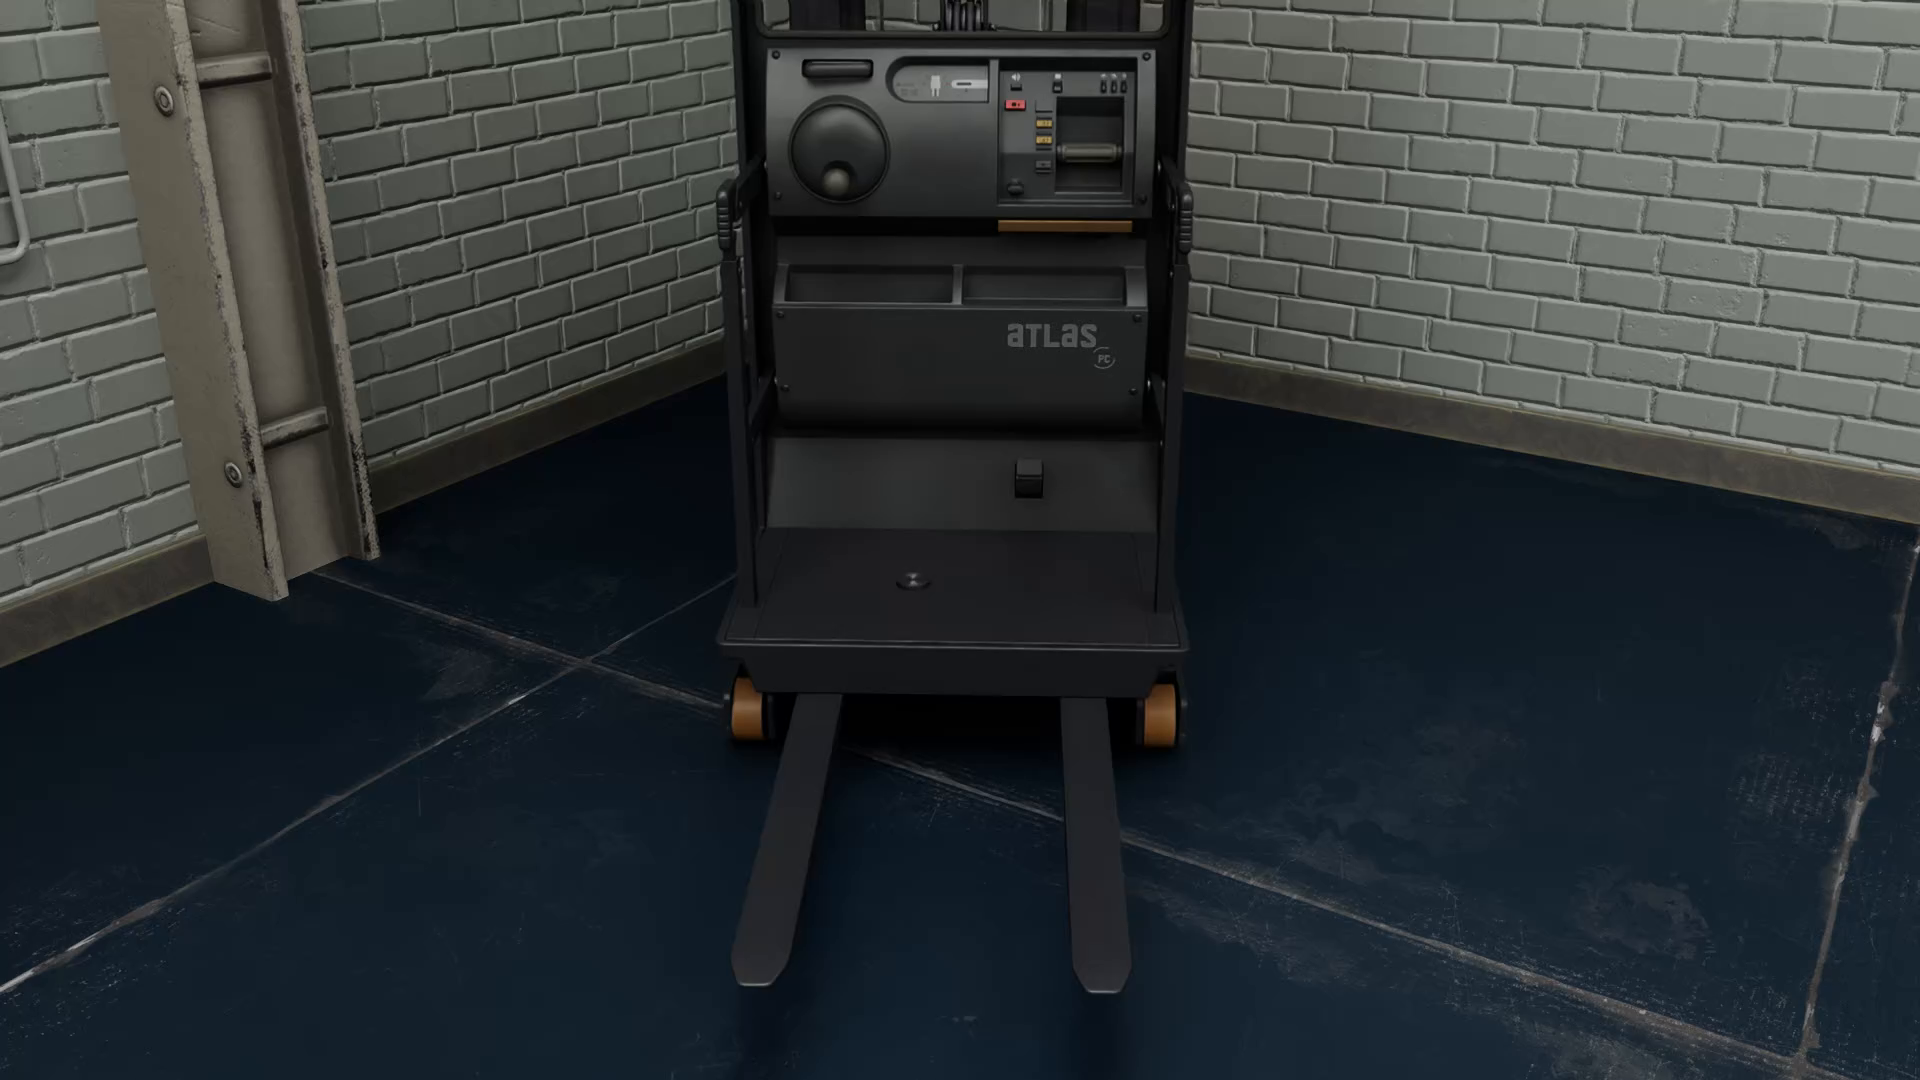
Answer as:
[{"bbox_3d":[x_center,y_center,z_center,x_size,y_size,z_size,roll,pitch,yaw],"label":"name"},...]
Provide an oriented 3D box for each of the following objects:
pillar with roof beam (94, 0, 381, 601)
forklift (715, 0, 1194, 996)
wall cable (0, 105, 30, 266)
[{"bbox_3d":[1.636,-3.147,1.193,9.100,9.000,0.400,14,27,29],"label":"pillar with roof beam"},{"bbox_3d":[-0.004,-0.961,3.781,1.130,2.935,3.031,1,23,2],"label":"forklift"},{"bbox_3d":[-2.839,-1.301,3.200,0.084,1.984,1.851,14,27,29],"label":"wall cable"}]
